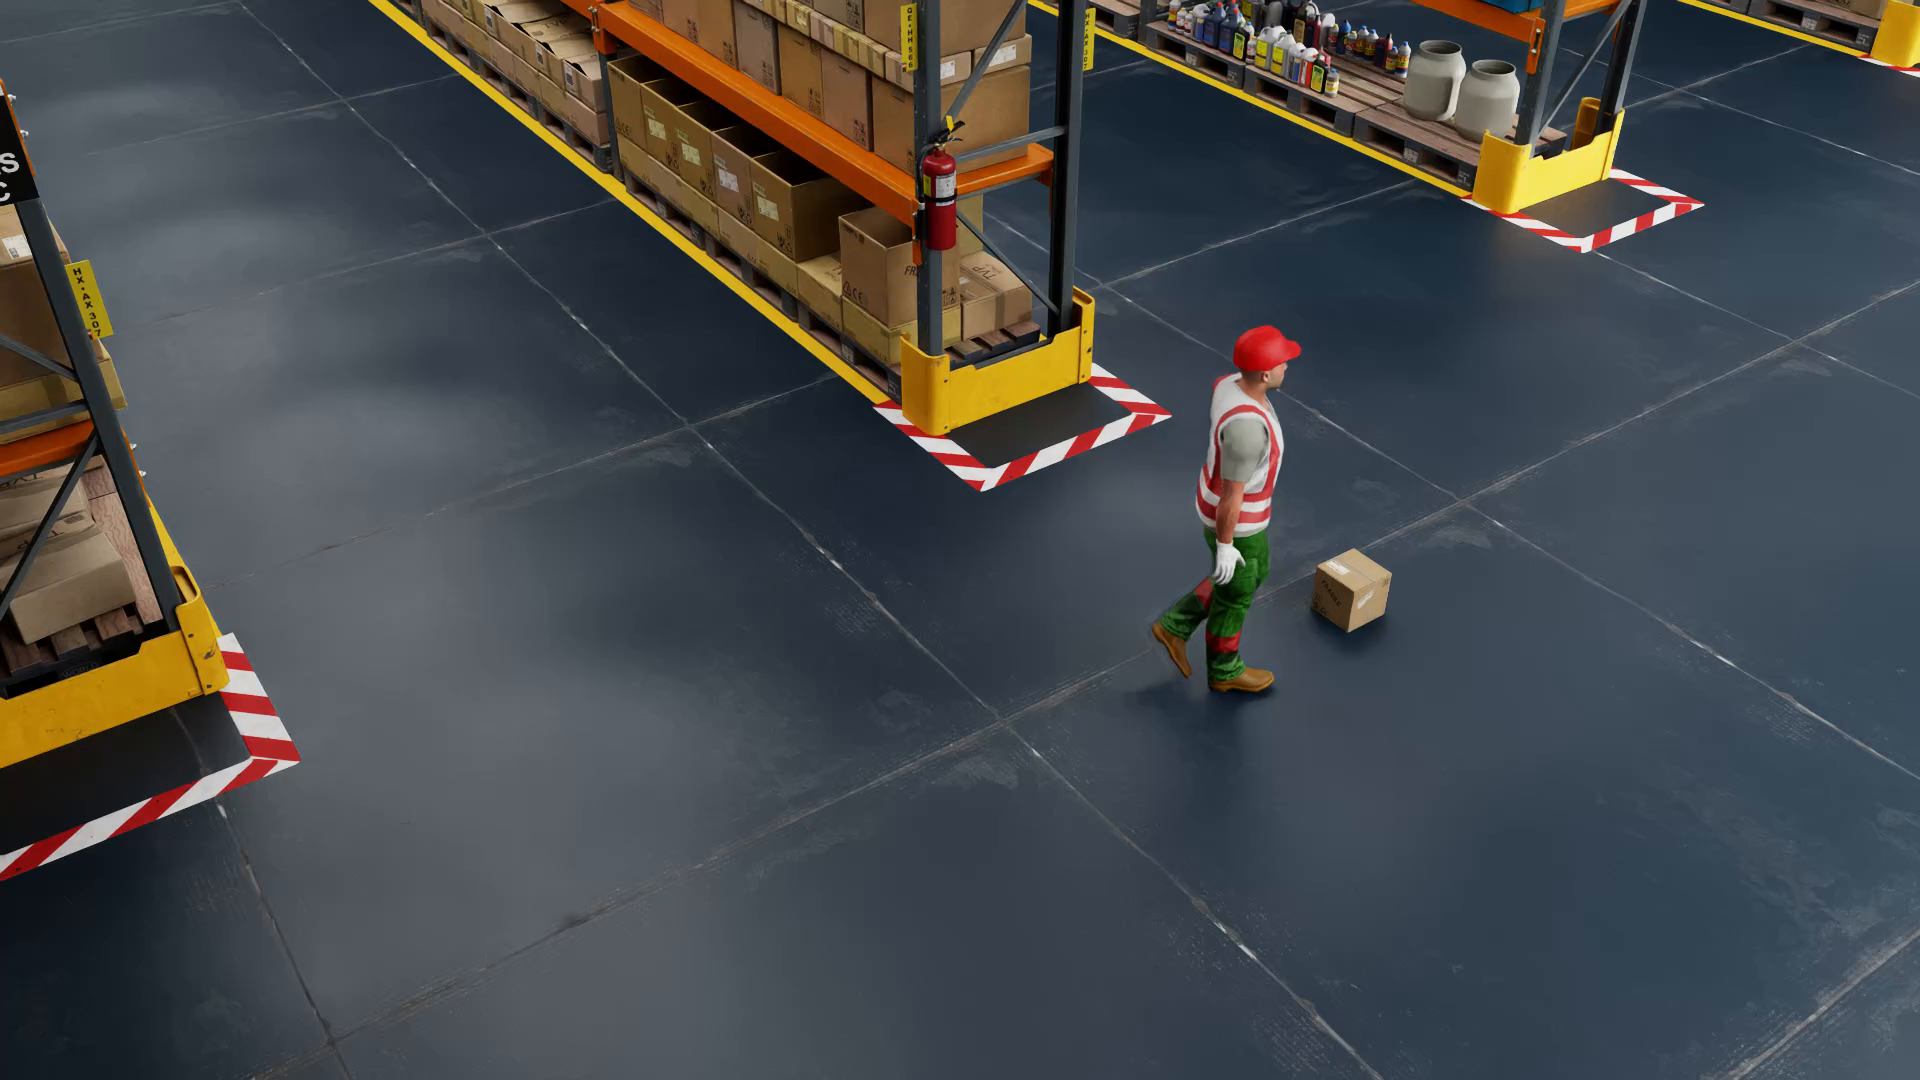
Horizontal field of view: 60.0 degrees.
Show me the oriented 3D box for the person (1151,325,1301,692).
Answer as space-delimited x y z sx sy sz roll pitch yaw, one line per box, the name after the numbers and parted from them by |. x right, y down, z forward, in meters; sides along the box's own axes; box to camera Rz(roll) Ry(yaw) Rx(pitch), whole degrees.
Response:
1.148 -0.099 7.109 0.570 1.784 0.604 2 36 3 | person
